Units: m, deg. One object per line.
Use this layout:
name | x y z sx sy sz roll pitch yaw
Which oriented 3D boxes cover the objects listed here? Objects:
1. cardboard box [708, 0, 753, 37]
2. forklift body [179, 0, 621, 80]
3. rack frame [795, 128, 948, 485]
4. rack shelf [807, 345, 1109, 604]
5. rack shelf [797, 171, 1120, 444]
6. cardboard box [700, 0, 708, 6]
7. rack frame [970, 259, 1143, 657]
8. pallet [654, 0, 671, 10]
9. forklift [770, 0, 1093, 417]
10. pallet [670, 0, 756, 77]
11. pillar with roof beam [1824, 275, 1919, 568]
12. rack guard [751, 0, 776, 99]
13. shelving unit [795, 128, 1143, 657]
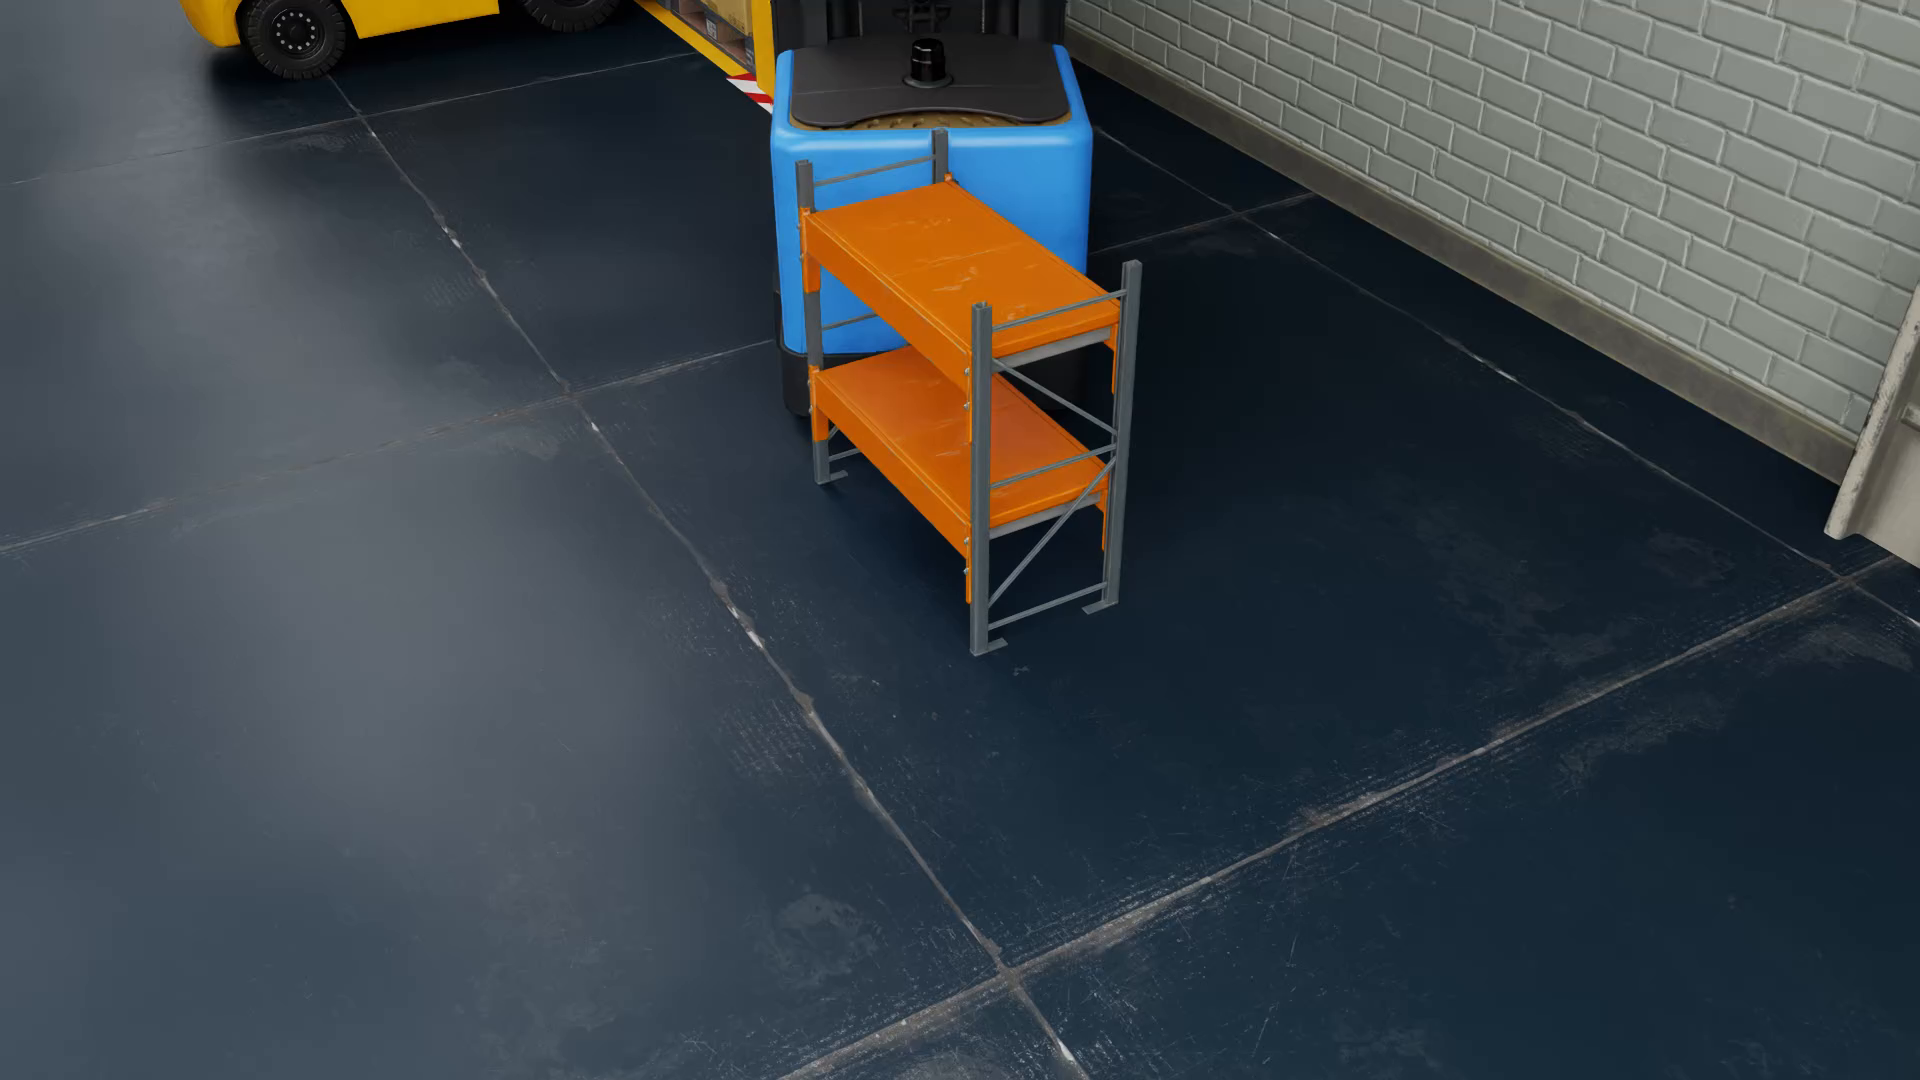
cardboard box | -0.978 -2.827 8.553 0.500 0.250 0.500 -19 40 -24
forklift body | -2.999 -3.706 8.500 2.313 2.155 1.214 -19 40 -24
rack frame | -0.259 -0.717 5.278 0.500 1.125 0.032 -19 40 -24
rack shelf | -0.003 -0.260 5.067 0.538 0.278 1.000 -19 40 -24
rack shelf | -0.003 -0.694 4.750 0.538 0.278 1.000 -19 40 -24
cardboard box | -1.220 -3.084 8.904 0.500 0.250 0.500 -19 40 -24
rack frame | 0.252 -0.198 4.568 0.500 1.125 0.032 -19 40 -24
pallet | -1.499 -3.495 9.856 1.003 0.211 1.213 -19 40 -24
forklift | -0.169 -2.451 6.121 1.130 2.935 3.031 -2 36 -3
pallet | -0.890 -2.873 9.005 1.003 0.211 1.213 -19 40 -24
pillar with roof beam | -0.748 -2.331 0.812 9.100 9.000 0.400 -19 40 -24
rack guard | -0.457 -2.600 8.386 1.175 0.500 0.348 -19 40 -24
shelving unit | -0.003 -0.458 4.923 0.538 1.125 1.048 -19 40 -24
